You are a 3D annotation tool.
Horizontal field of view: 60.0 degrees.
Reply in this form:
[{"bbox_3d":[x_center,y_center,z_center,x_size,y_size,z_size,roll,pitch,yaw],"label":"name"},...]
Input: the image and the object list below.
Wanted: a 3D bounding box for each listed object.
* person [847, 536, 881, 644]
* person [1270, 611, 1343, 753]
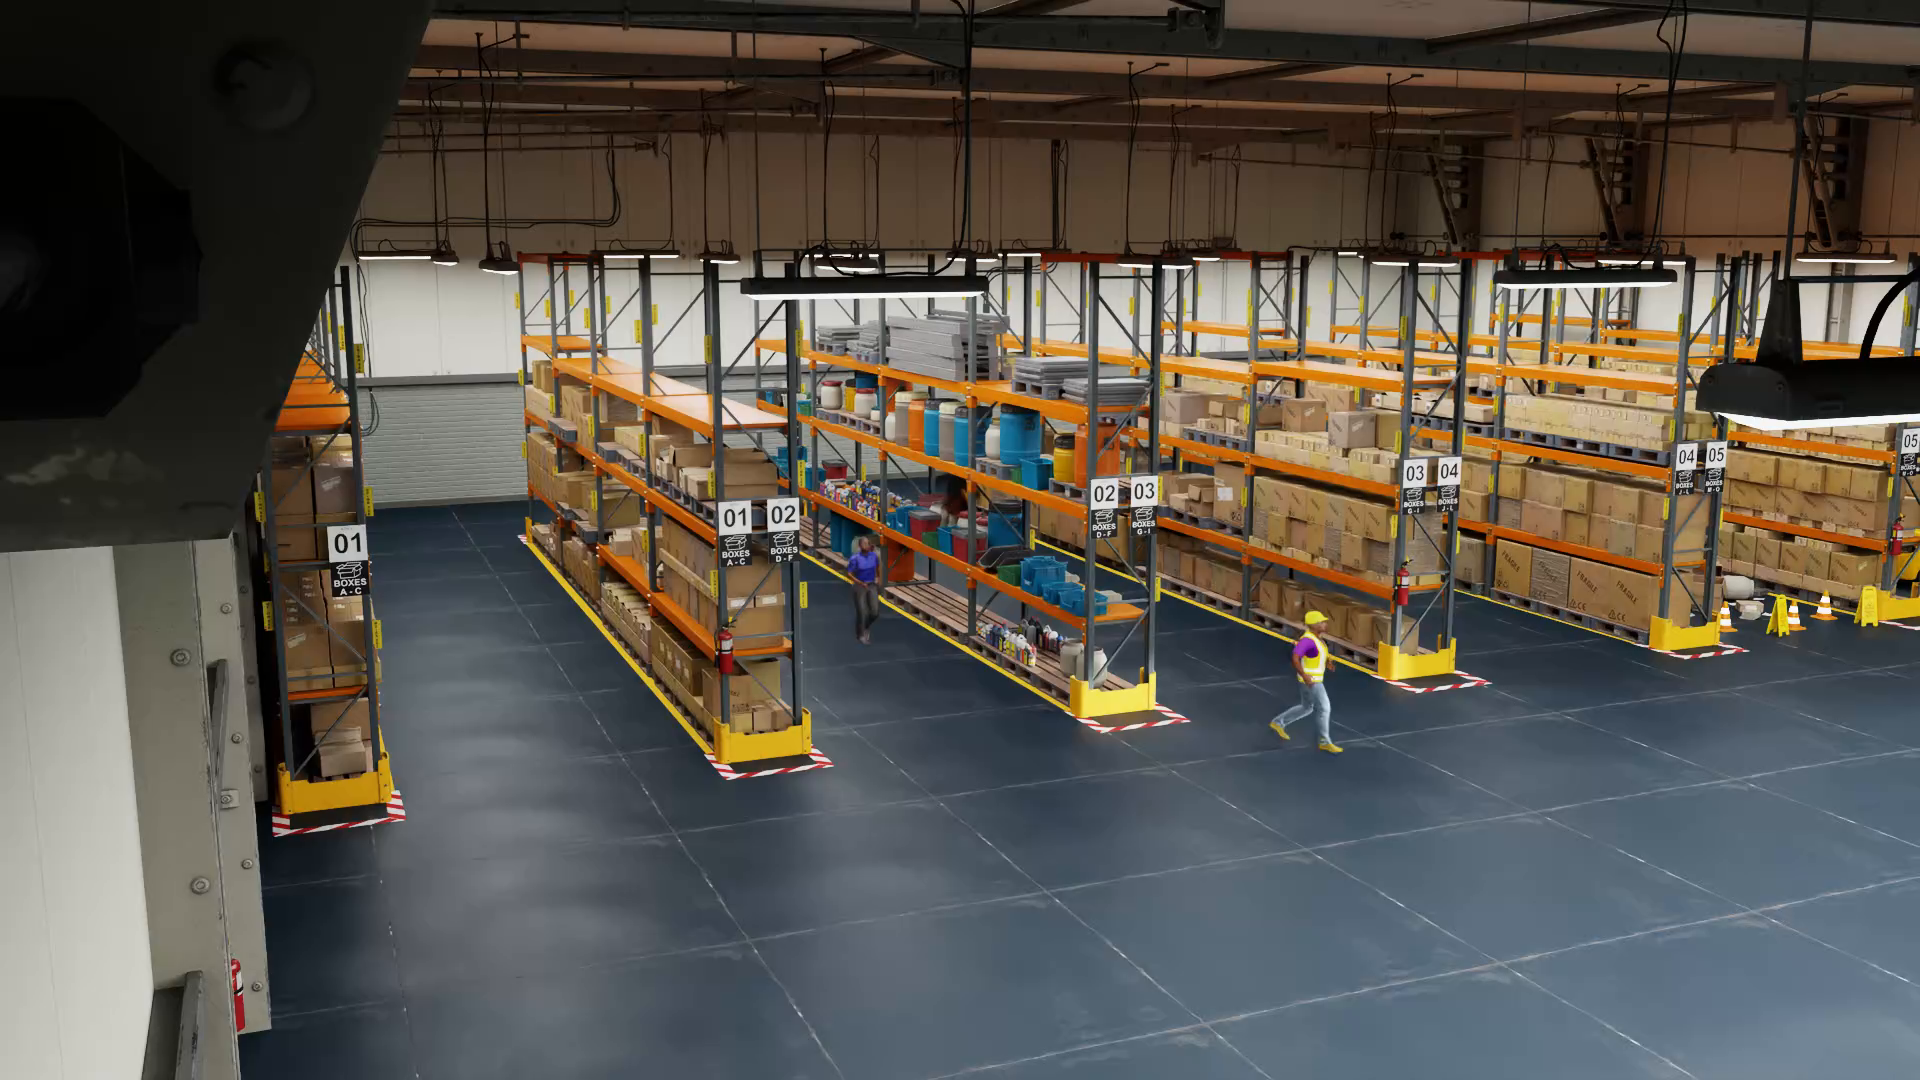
[{"bbox_3d":[-1.381,0.797,24.839,0.608,1.550,0.537,-6,12,-29],"label":"person"},{"bbox_3d":[4.326,1.742,20.656,0.913,1.772,0.693,2,11,12],"label":"person"}]
